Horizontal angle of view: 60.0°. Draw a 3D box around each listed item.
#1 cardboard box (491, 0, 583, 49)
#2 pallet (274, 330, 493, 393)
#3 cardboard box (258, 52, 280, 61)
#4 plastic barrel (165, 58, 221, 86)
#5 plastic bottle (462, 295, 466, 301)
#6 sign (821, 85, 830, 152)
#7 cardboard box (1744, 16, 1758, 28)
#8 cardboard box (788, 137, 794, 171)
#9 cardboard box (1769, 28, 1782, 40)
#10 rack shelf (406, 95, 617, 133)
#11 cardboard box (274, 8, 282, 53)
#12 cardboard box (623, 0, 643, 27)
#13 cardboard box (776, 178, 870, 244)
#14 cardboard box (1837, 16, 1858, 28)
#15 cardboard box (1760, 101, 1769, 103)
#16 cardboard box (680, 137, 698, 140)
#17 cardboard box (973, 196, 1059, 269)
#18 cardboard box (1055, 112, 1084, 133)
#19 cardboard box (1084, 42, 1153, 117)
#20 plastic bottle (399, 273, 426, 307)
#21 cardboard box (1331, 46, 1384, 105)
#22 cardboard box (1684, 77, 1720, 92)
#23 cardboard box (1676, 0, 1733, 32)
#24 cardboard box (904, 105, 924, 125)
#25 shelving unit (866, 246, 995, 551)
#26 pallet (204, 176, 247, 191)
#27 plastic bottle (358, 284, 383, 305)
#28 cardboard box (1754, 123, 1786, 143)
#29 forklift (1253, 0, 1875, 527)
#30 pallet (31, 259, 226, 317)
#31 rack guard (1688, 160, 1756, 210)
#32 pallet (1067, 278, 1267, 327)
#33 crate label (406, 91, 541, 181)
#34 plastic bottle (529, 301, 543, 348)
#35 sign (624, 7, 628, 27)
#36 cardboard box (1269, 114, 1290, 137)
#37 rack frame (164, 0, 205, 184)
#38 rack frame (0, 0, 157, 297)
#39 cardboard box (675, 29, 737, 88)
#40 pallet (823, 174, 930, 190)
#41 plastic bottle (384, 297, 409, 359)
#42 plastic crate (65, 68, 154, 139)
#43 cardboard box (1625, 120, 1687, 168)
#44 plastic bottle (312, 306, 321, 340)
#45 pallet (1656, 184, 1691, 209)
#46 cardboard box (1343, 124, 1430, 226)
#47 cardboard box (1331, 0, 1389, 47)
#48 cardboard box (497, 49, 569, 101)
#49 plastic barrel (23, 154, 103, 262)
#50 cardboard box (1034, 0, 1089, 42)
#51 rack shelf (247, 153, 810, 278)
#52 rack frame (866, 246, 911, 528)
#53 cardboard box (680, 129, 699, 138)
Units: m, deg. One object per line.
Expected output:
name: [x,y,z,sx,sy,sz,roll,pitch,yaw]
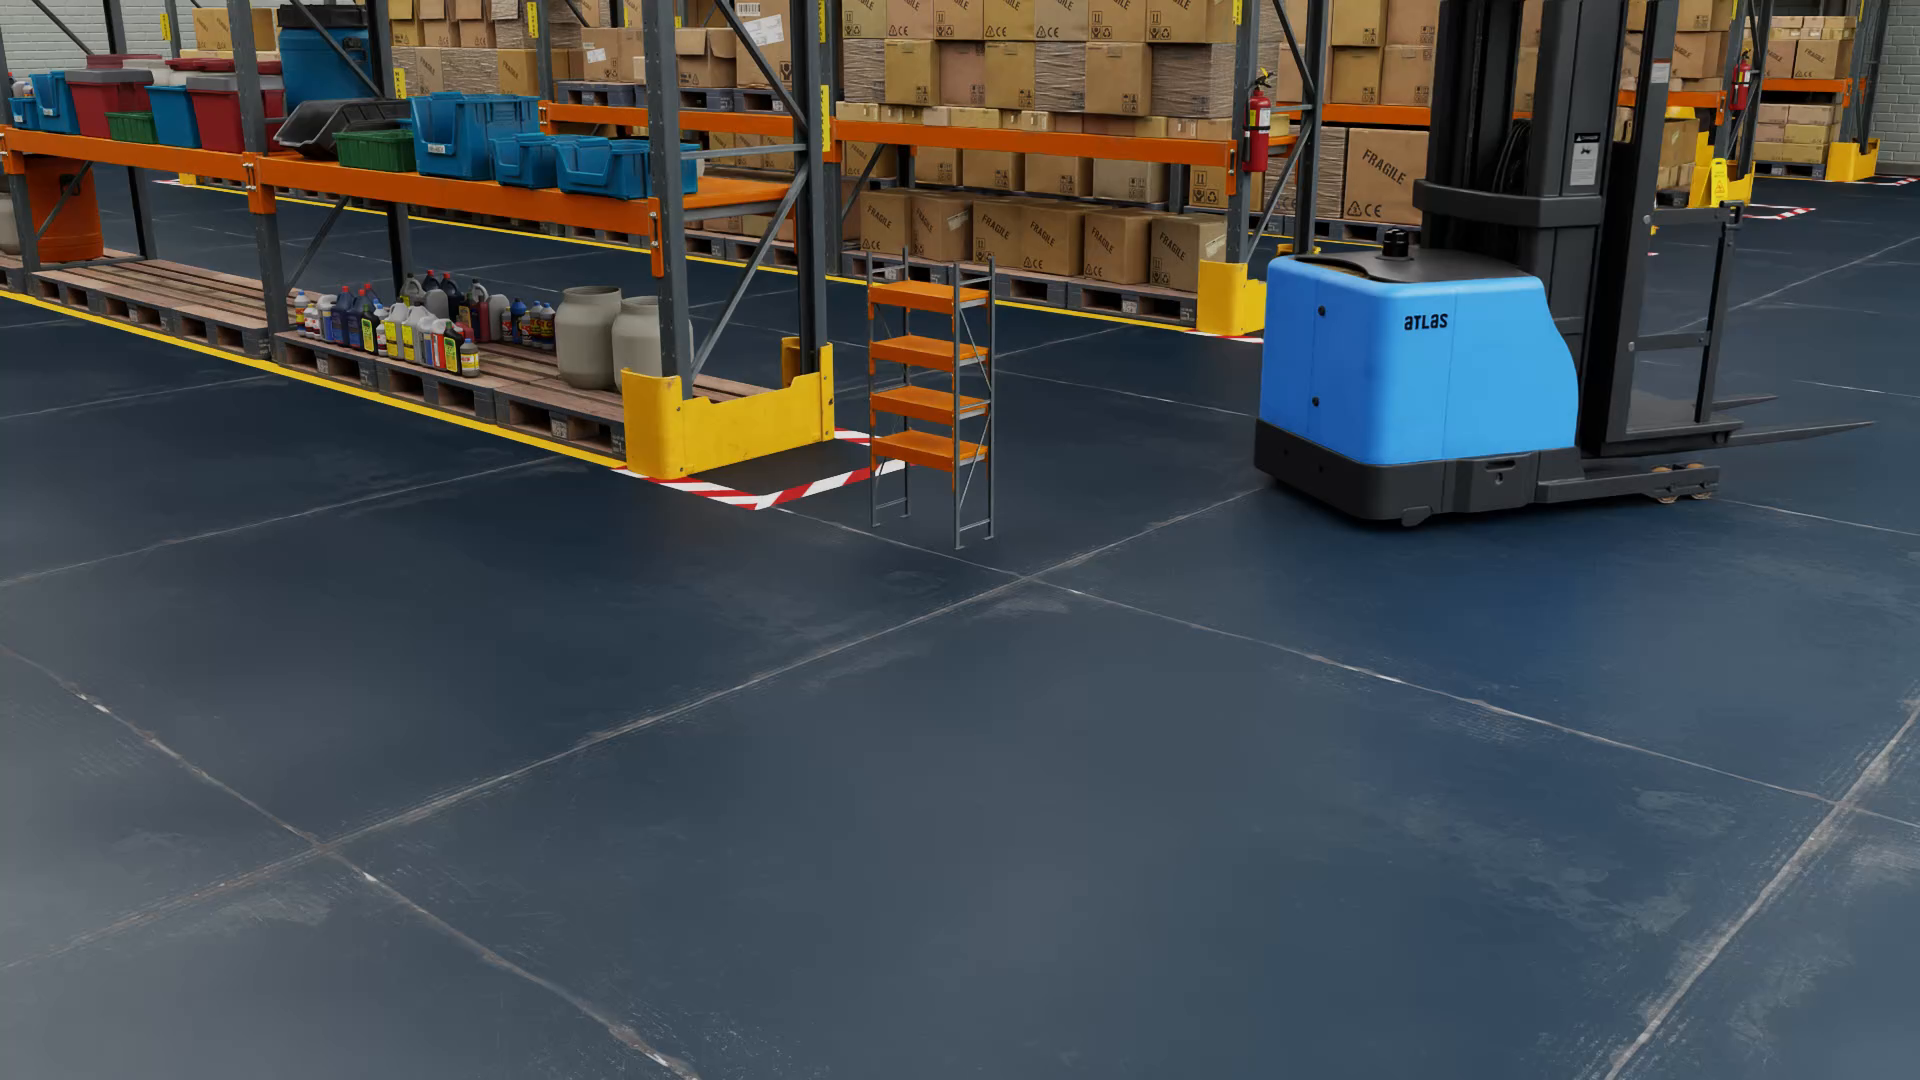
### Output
cardboard box: [-4.299,-5.276,16.955,0.637,0.503,0.797,16,24,41]
pallet: [-3.584,-1.203,10.553,1.213,0.211,1.003,15,23,39]
cardboard box: [-8.030,-5.709,19.897,0.500,0.250,0.500,16,23,40]
plastic barrel: [-5.501,-3.217,12.065,0.433,0.535,0.433,0,18,0]
plastic bottle: [-3.093,-1.465,10.534,0.061,0.283,0.133,-17,24,-42]
sign: [-0.699,-2.129,8.403,0.005,0.325,0.100,15,23,39]
cardboard box: [10.858,-7.065,22.687,0.250,0.149,0.380,16,23,41]
cardboard box: [-1.853,-4.991,21.318,0.500,0.500,0.500,14,22,37]
cardboard box: [11.103,-6.886,22.612,0.250,0.149,0.380,15,23,39]
rack shelf: [-5.259,-4.659,18.022,4.000,0.370,1.077,15,23,39]
cardboard box: [-7.648,-5.964,19.463,0.500,0.500,0.500,15,23,40]
cardboard box: [-4.308,-7.307,22.867,0.500,0.500,0.500,14,22,38]
cardboard box: [-1.216,-2.943,14.832,0.500,0.500,0.700,13,22,35]
cardboard box: [11.981,-6.974,22.399,0.250,0.149,0.380,14,23,38]
cardboard box: [11.113,-6.067,23.470,0.500,0.250,0.500,15,23,39]
cardboard box: [-3.834,-5.480,22.946,0.250,0.149,0.380,16,23,40]
cardboard box: [0.451,-2.496,13.456,0.500,0.500,0.500,13,22,34]
cardboard box: [0.924,-3.132,12.437,0.250,0.149,0.380,15,23,39]
cardboard box: [1.374,-3.373,12.124,0.500,0.500,0.875,15,23,39]
plastic bottle: [-3.482,-1.527,10.615,0.185,0.351,0.144,15,23,39]
cardboard box: [4.096,-4.575,16.320,0.500,0.550,0.875,15,23,39]
cardboard box: [8.377,-5.143,18.773,0.250,0.149,0.380,16,24,41]
cardboard box: [8.271,-5.955,18.607,0.500,0.500,0.700,14,23,38]
cardboard box: [-0.233,-3.421,13.347,0.250,0.149,0.380,15,23,39]
shelving unit: [-0.124,-0.605,7.035,0.503,1.200,0.258,15,23,39]
pallet: [-9.097,-4.734,21.681,1.213,0.211,1.003,15,23,39]
plastic bottle: [-3.635,-1.400,10.216,0.185,0.351,0.144,15,23,39]
cardboard box: [11.151,-5.618,22.879,0.500,0.250,0.500,15,23,39]
forklift: [2.984,-1.707,7.646,3.031,2.935,1.130,-6,19,-19]
pallet: [-6.497,-1.986,13.021,1.213,0.211,1.003,15,23,39]
rack guard: [8.742,-4.060,19.077,0.348,0.500,1.175,15,23,39]
pallet: [1.579,-1.851,12.595,1.213,0.211,1.003,15,23,39]
crate label: [-2.623,-2.198,9.022,0.616,0.435,0.502,15,23,39]
plastic bottle: [-2.548,-1.306,10.051,0.097,0.271,0.097,0,18,0]
sign: [-3.410,-5.239,16.877,0.005,0.325,0.100,15,23,39]
cardboard box: [2.166,-2.985,11.975,0.250,0.149,0.380,15,23,39]
rack frame: [-9.747,-6.206,21.709,0.127,3.000,1.000,15,23,39]
rack frame: [-7.051,-3.479,13.117,0.127,3.000,1.000,15,23,39]
cardboard box: [-2.129,-4.373,15.069,0.797,0.503,0.637,-15,23,-40]
pallet: [-0.979,-4.530,21.037,1.213,0.211,1.003,15,23,39]
plastic bottle: [-3.271,-1.244,9.725,0.185,0.351,0.144,15,23,39]
plastic crate: [-6.045,-3.116,11.866,0.583,0.464,0.402,15,23,39]
cardboard box: [8.026,-4.585,19.211,0.500,0.500,0.500,15,23,40]
plastic bottle: [-3.959,-1.348,10.300,0.097,0.201,0.097,0,18,0]
pallet: [8.157,-4.093,19.660,1.213,0.211,1.003,15,23,39]
cardboard box: [4.378,-3.581,16.253,0.875,0.875,0.875,15,23,38]
cardboard box: [4.053,-5.075,16.111,0.500,0.550,0.875,15,23,39]
cardboard box: [-4.297,-4.691,16.768,0.500,0.500,0.500,16,24,41]
plastic barrel: [-7.428,-2.740,13.679,0.708,0.830,0.600,15,23,39]
cardboard box: [0.895,-3.914,12.177,0.500,0.500,0.500,15,23,39]
rack shelf: [-2.563,-1.932,9.429,4.000,0.370,1.077,15,23,39]
rack frame: [-0.306,-0.654,7.189,0.015,1.200,0.240,15,23,39]
cardboard box: [-3.826,-5.643,22.968,0.250,0.149,0.380,16,24,41]
